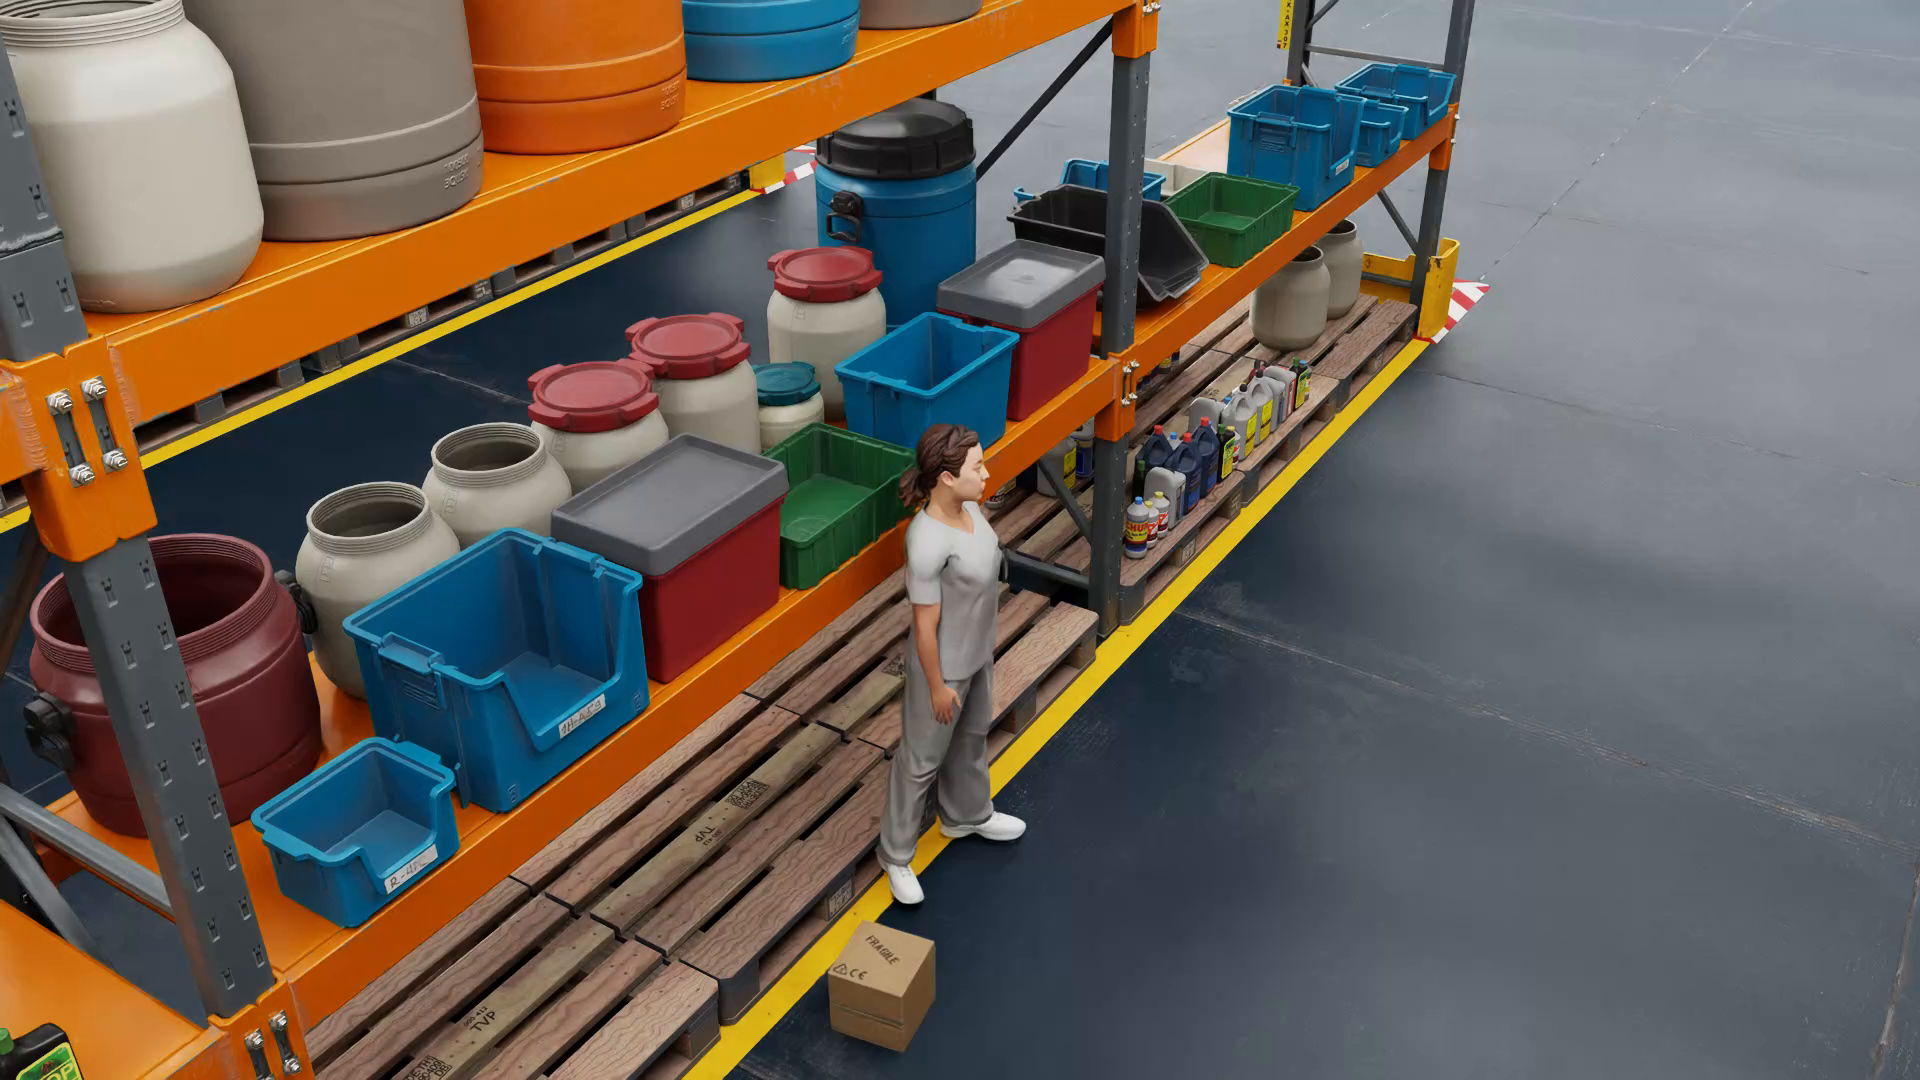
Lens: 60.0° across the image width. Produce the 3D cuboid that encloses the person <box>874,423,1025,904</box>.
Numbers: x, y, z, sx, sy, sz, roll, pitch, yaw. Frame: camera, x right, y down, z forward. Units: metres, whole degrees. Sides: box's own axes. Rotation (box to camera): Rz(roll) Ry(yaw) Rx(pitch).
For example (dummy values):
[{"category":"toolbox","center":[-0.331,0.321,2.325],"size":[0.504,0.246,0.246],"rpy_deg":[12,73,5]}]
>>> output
[{"category":"person","center":[-0.058,0.408,5.419],"size":[0.446,1.675,0.549],"rpy_deg":[11,32,18]}]
